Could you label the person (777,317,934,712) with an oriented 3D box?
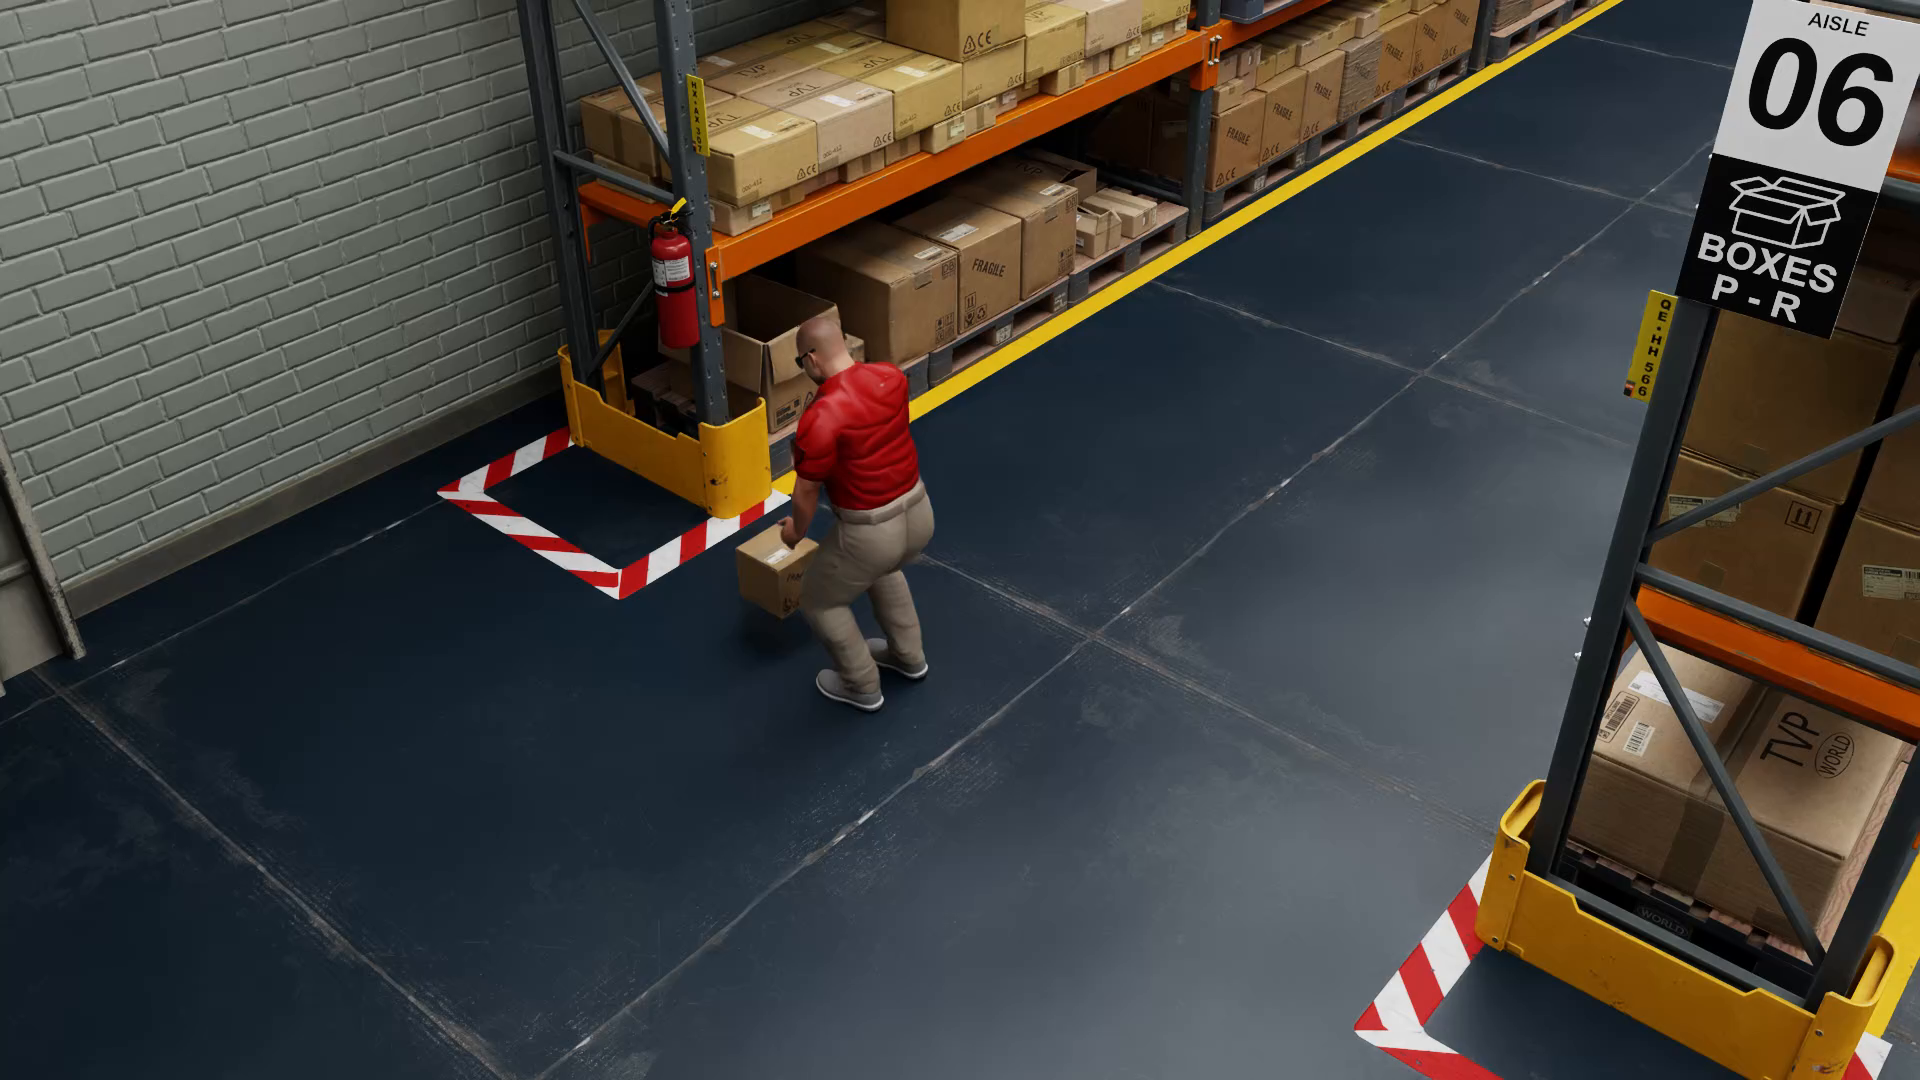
[{"bbox_3d":[-0.387,-0.073,6.368,0.503,1.625,0.571,26,43,33],"label":"person"}]
